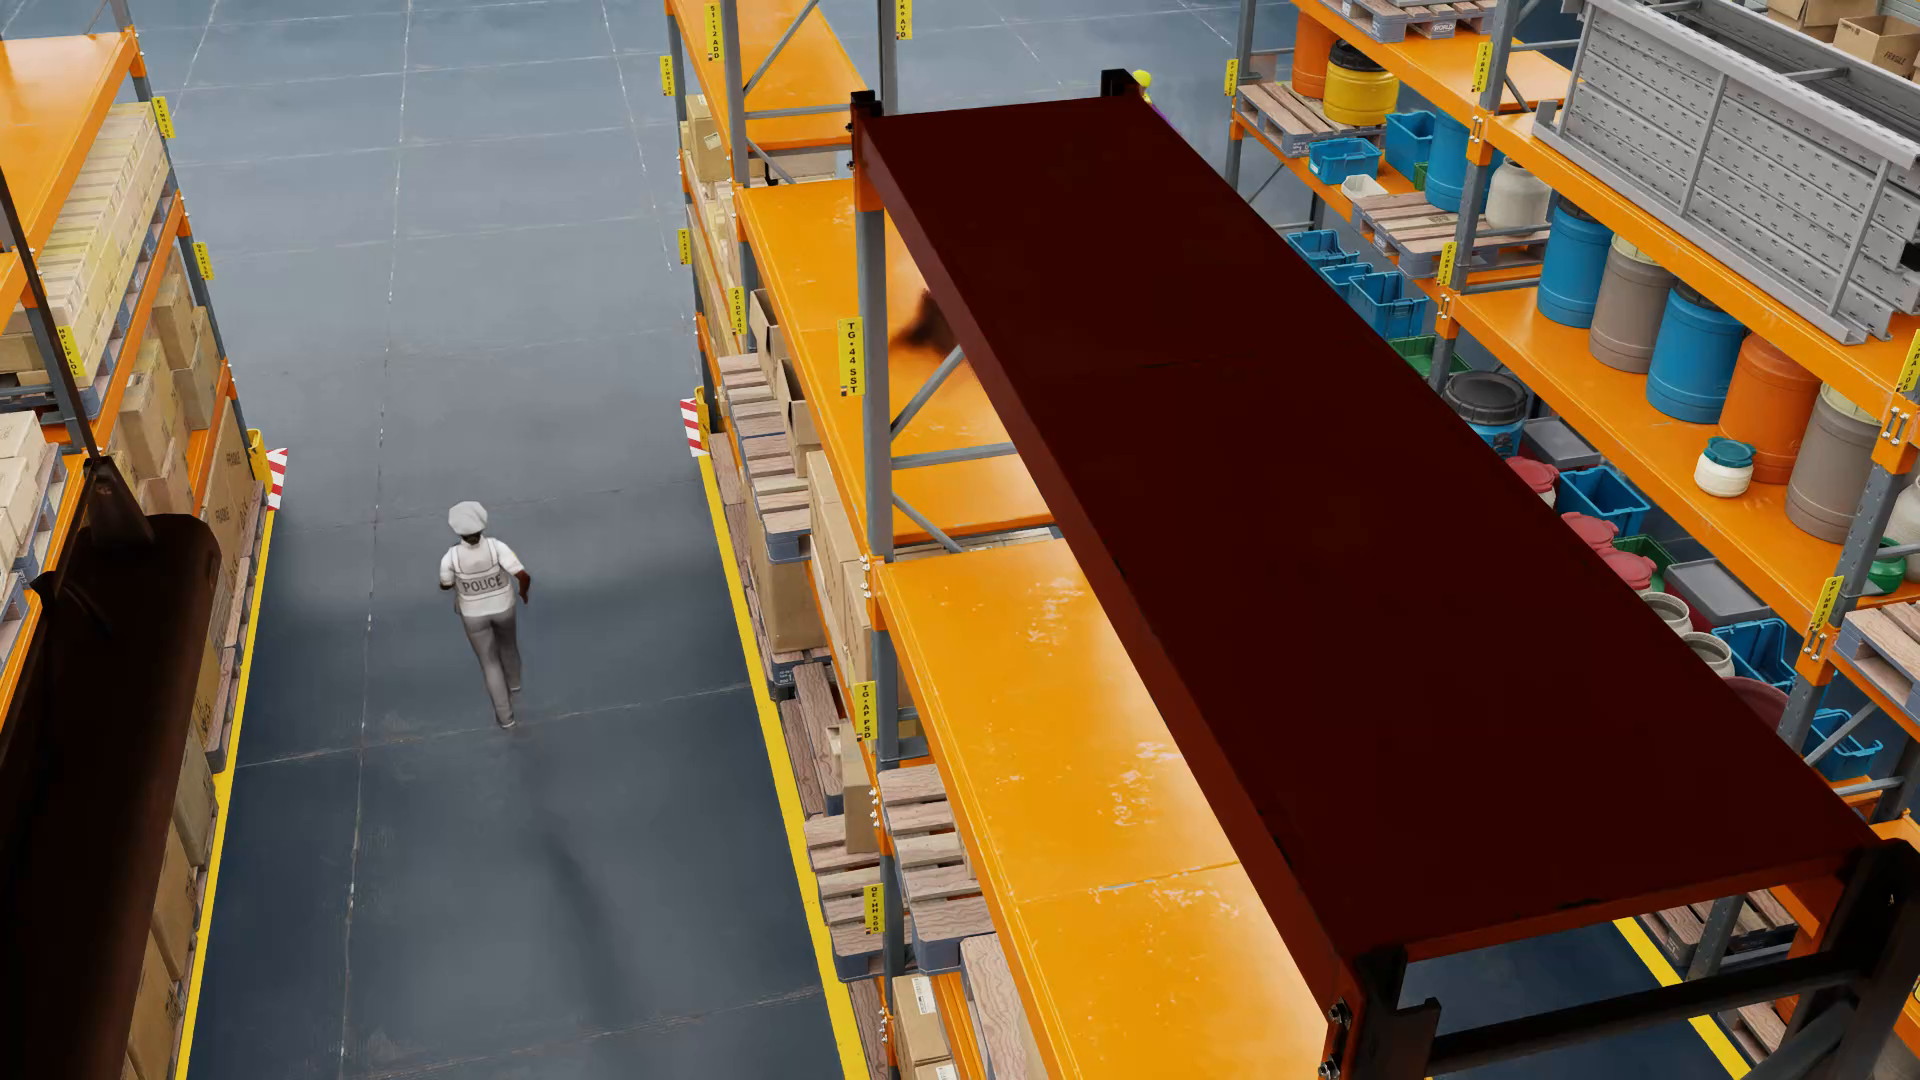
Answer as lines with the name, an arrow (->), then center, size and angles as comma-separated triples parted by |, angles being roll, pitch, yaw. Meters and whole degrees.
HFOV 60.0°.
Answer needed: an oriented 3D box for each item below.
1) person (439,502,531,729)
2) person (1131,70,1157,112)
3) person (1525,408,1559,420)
person -> -3.212, 0.513, 11.354 | 0.546, 1.796, 0.736 | -17, 38, -24
person -> 1.978, -4.494, 19.096 | 0.717, 1.825, 0.674 | 5, 35, 7
person -> 5.282, -1.458, 14.703 | 0.578, 1.680, 0.882 | -16, 38, -22
